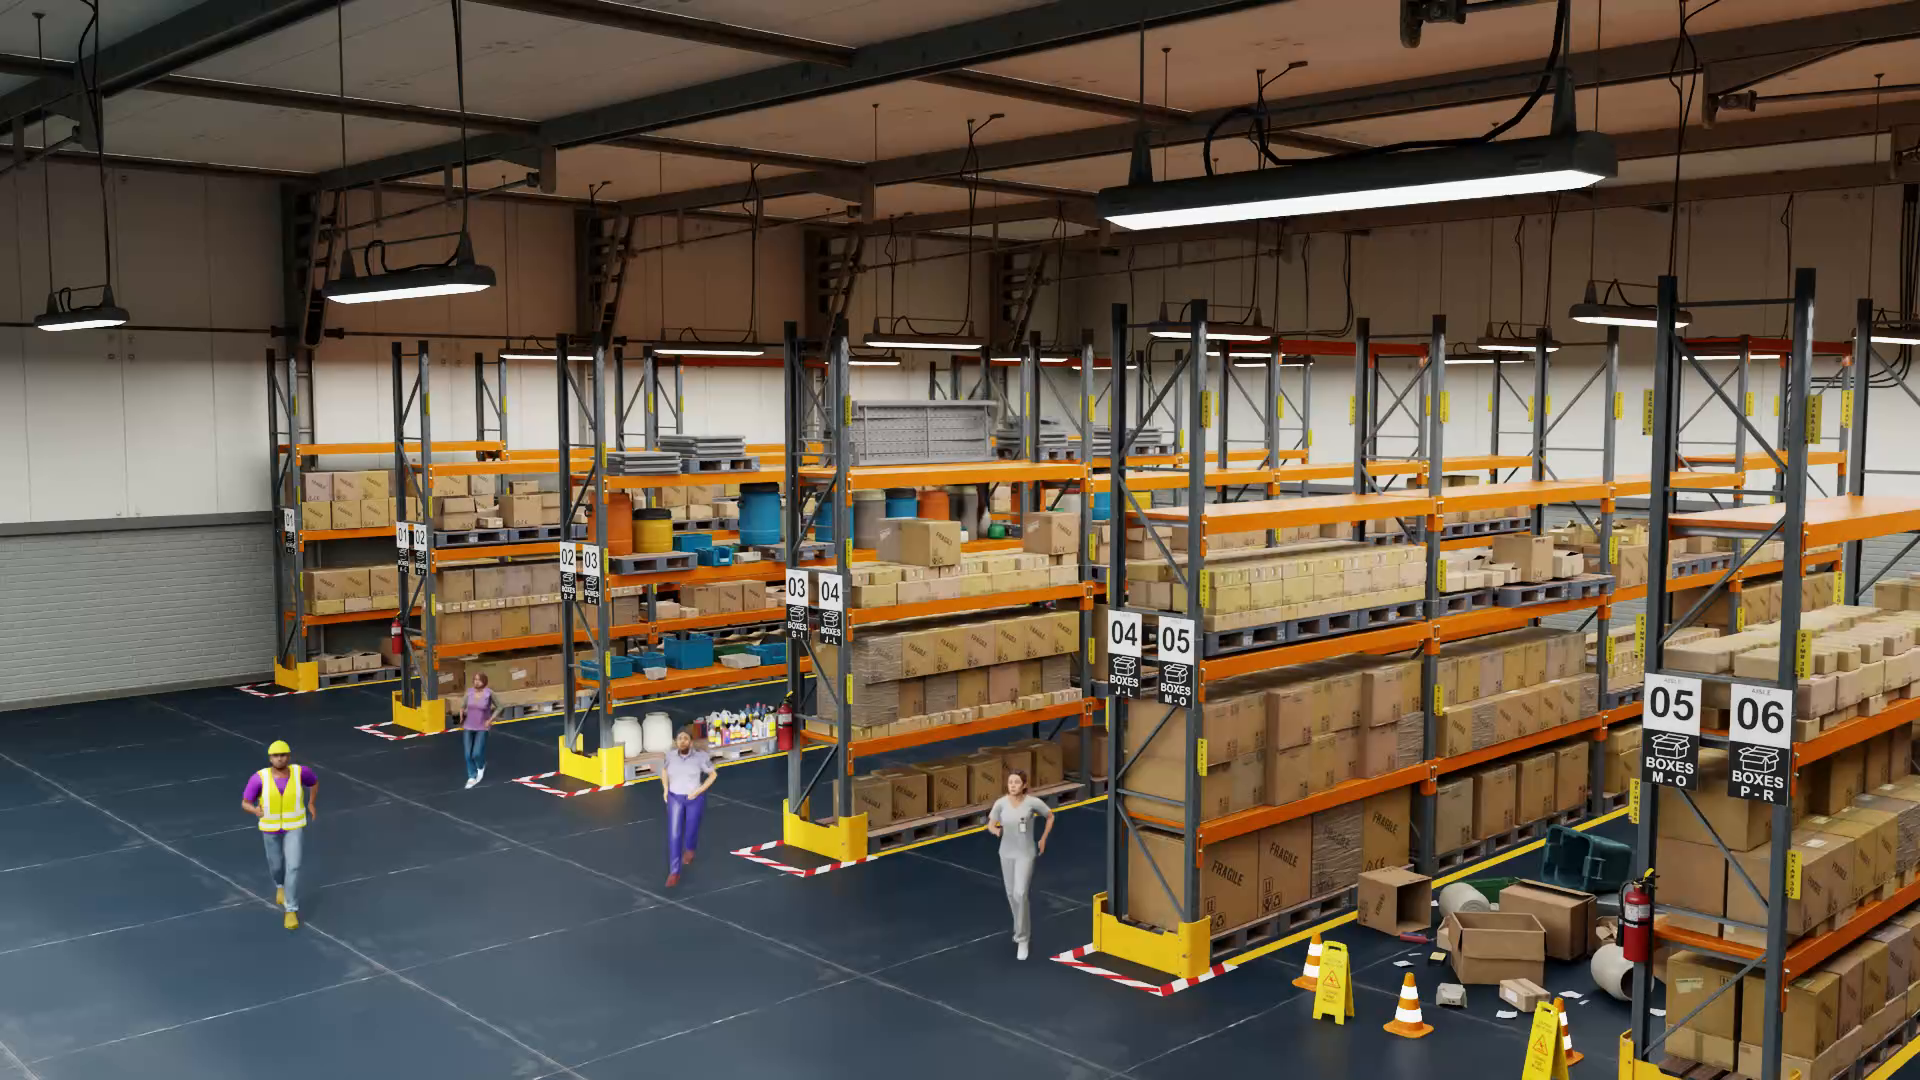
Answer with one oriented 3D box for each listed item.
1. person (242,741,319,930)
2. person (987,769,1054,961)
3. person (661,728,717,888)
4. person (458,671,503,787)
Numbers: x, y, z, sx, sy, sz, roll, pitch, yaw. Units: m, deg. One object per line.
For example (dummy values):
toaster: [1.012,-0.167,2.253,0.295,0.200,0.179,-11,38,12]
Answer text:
person: [-6.679,2.844,16.365,0.699,1.766,0.988,-2,5,-19]
person: [0.539,2.987,15.519,0.580,1.719,0.712,2,5,22]
person: [-2.901,2.911,17.838,0.613,1.489,0.791,0,5,0]
person: [-6.346,2.511,21.895,0.552,1.530,0.554,0,5,5]
